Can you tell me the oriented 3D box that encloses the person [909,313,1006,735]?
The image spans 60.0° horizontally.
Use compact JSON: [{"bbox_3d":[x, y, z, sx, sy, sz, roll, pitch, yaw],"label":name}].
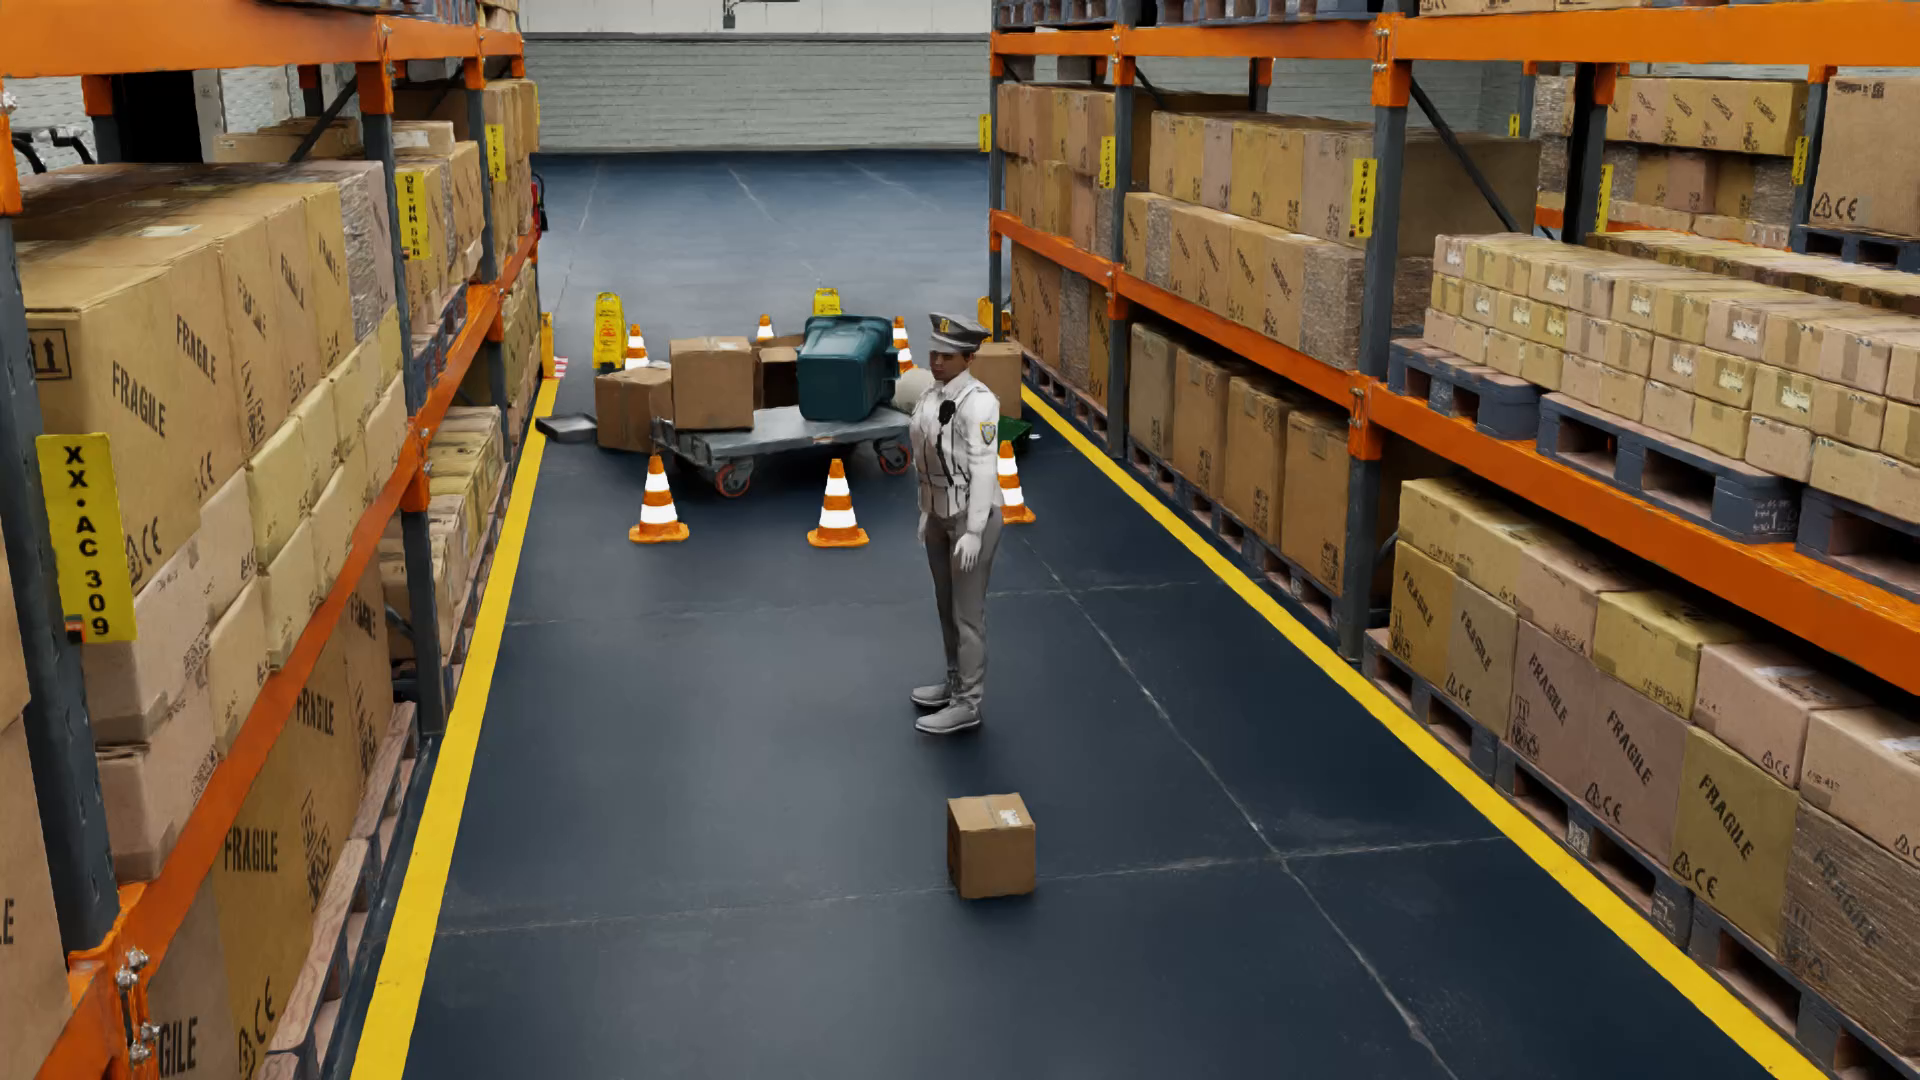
[{"bbox_3d":[-0.055,-0.065,6.644,0.431,1.683,0.541,-9,19,-29],"label":"person"}]
